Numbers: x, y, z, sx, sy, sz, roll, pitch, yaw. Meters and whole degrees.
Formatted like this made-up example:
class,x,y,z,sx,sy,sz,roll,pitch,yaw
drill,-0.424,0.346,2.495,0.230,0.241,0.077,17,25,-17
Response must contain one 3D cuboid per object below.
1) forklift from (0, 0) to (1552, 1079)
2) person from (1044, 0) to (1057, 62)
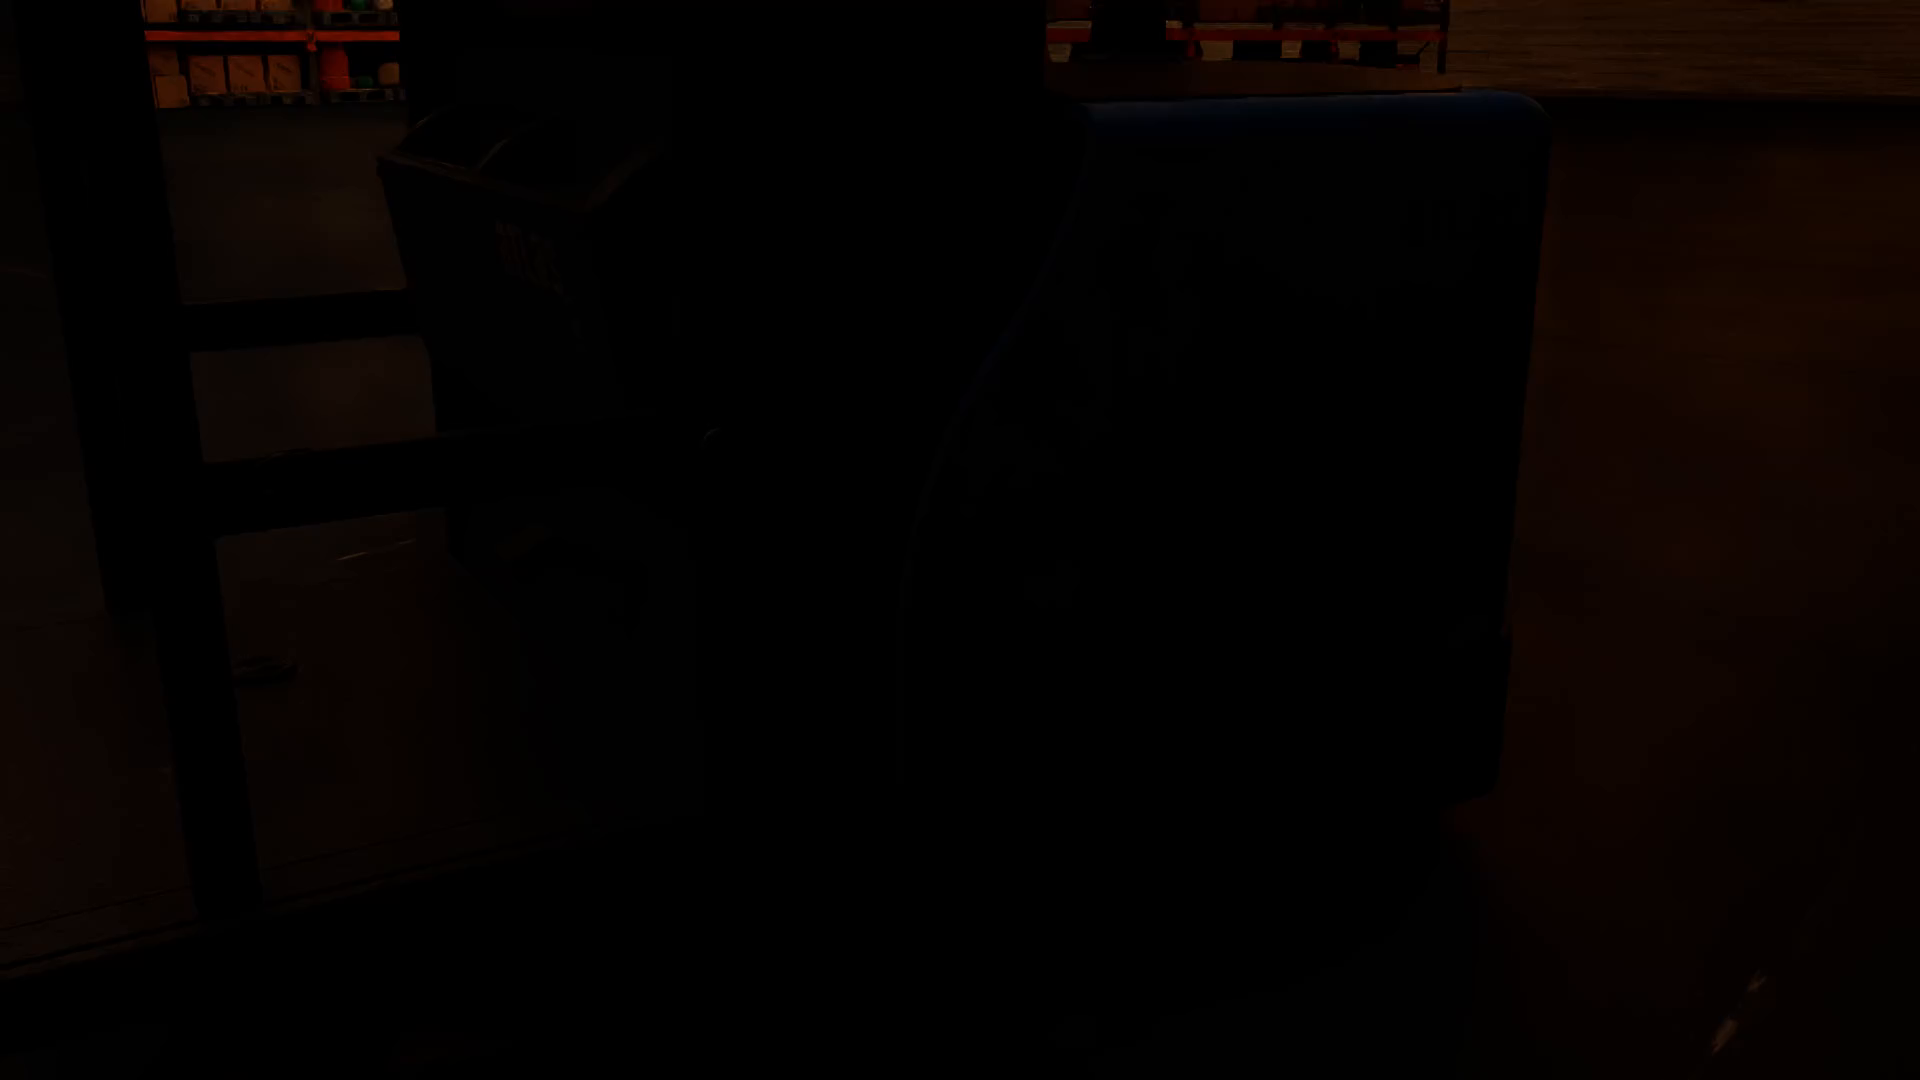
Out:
class,x,y,z,sx,sy,sz,roll,pitch,yaw
forklift,-0.717,-0.879,1.792,3.031,2.935,1.130,-10,19,-29
person,-0.009,-0.797,3.687,0.432,1.673,0.352,13,21,37
